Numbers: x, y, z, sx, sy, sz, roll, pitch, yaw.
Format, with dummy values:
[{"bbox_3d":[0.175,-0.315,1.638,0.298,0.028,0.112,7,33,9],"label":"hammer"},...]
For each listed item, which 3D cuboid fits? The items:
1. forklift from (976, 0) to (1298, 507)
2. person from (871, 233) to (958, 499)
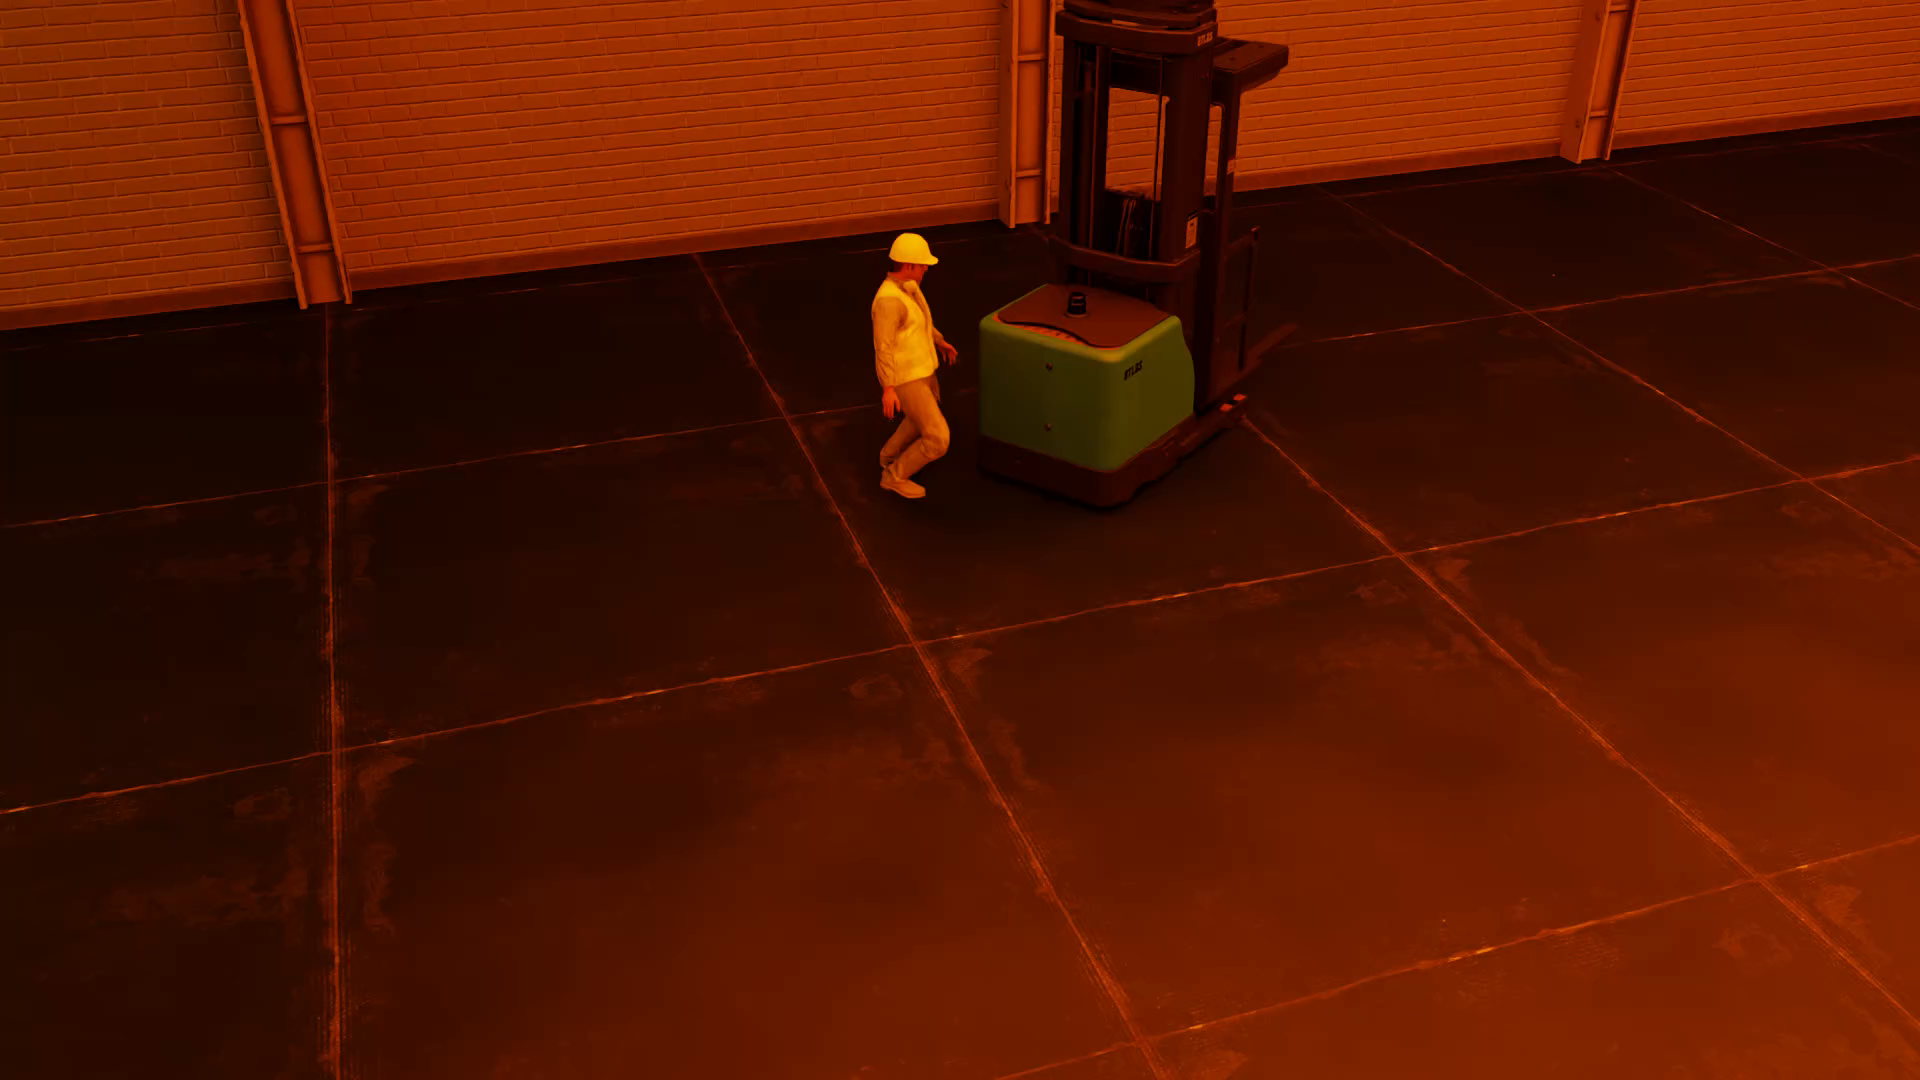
[{"bbox_3d":[1.364,-2.159,10.839,1.130,2.935,3.031,20,35,30],"label":"forklift"},{"bbox_3d":[-0.282,-1.055,10.212,0.594,1.671,0.916,7,31,13],"label":"person"}]
